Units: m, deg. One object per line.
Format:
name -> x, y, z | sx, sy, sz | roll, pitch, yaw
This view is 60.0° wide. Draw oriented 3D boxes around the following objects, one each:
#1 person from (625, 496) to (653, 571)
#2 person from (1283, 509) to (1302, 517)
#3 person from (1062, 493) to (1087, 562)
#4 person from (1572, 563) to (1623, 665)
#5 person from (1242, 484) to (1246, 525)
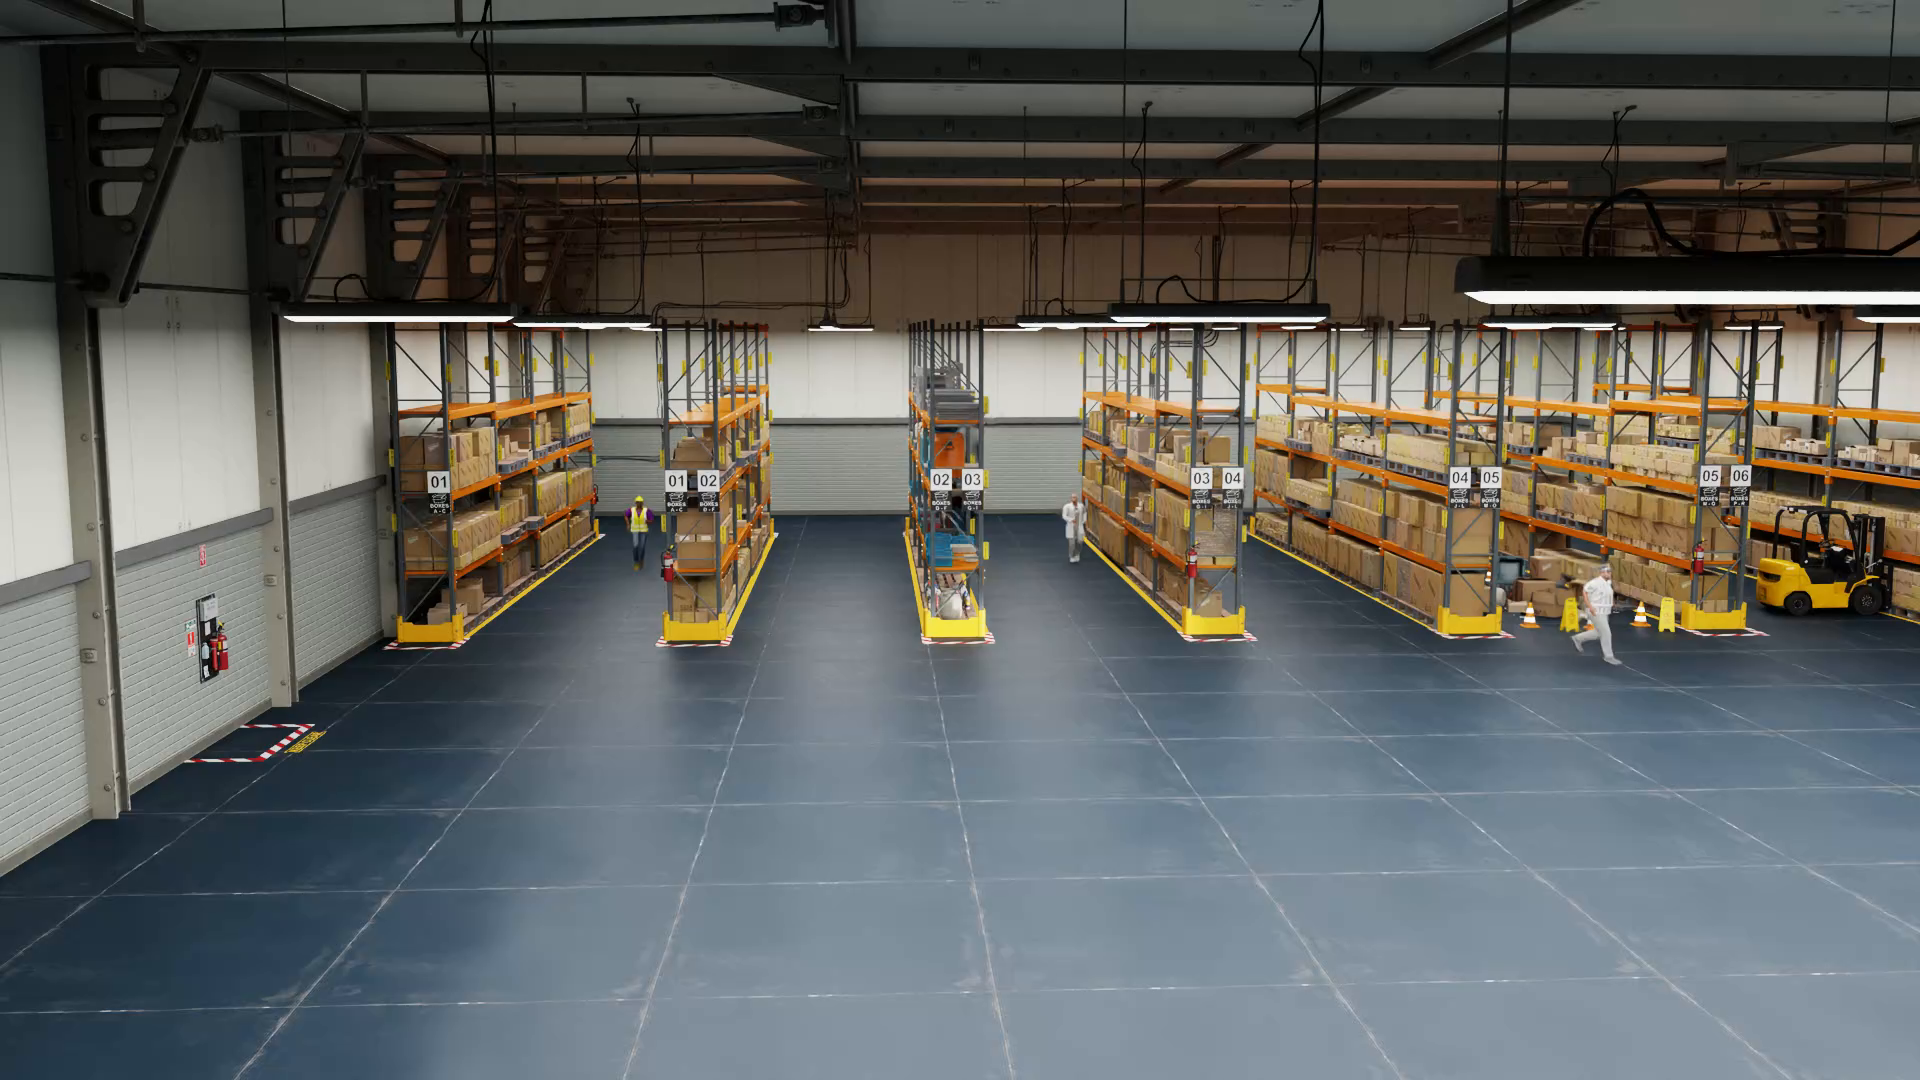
person -> -7.819, -0.158, 40.596 | 0.674, 1.832, 0.785 | -2, 7, -14
person -> 9.831, -1.243, 49.199 | 0.821, 1.824, 0.680 | -1, 7, -5
person -> 2.896, -0.299, 41.701 | 0.673, 1.741, 0.712 | -1, 7, -9
person -> 11.183, 1.268, 29.177 | 0.686, 1.770, 0.944 | -6, 10, -42
person -> 8.134, -1.134, 48.921 | 0.599, 1.682, 0.713 | 0, 7, 0
